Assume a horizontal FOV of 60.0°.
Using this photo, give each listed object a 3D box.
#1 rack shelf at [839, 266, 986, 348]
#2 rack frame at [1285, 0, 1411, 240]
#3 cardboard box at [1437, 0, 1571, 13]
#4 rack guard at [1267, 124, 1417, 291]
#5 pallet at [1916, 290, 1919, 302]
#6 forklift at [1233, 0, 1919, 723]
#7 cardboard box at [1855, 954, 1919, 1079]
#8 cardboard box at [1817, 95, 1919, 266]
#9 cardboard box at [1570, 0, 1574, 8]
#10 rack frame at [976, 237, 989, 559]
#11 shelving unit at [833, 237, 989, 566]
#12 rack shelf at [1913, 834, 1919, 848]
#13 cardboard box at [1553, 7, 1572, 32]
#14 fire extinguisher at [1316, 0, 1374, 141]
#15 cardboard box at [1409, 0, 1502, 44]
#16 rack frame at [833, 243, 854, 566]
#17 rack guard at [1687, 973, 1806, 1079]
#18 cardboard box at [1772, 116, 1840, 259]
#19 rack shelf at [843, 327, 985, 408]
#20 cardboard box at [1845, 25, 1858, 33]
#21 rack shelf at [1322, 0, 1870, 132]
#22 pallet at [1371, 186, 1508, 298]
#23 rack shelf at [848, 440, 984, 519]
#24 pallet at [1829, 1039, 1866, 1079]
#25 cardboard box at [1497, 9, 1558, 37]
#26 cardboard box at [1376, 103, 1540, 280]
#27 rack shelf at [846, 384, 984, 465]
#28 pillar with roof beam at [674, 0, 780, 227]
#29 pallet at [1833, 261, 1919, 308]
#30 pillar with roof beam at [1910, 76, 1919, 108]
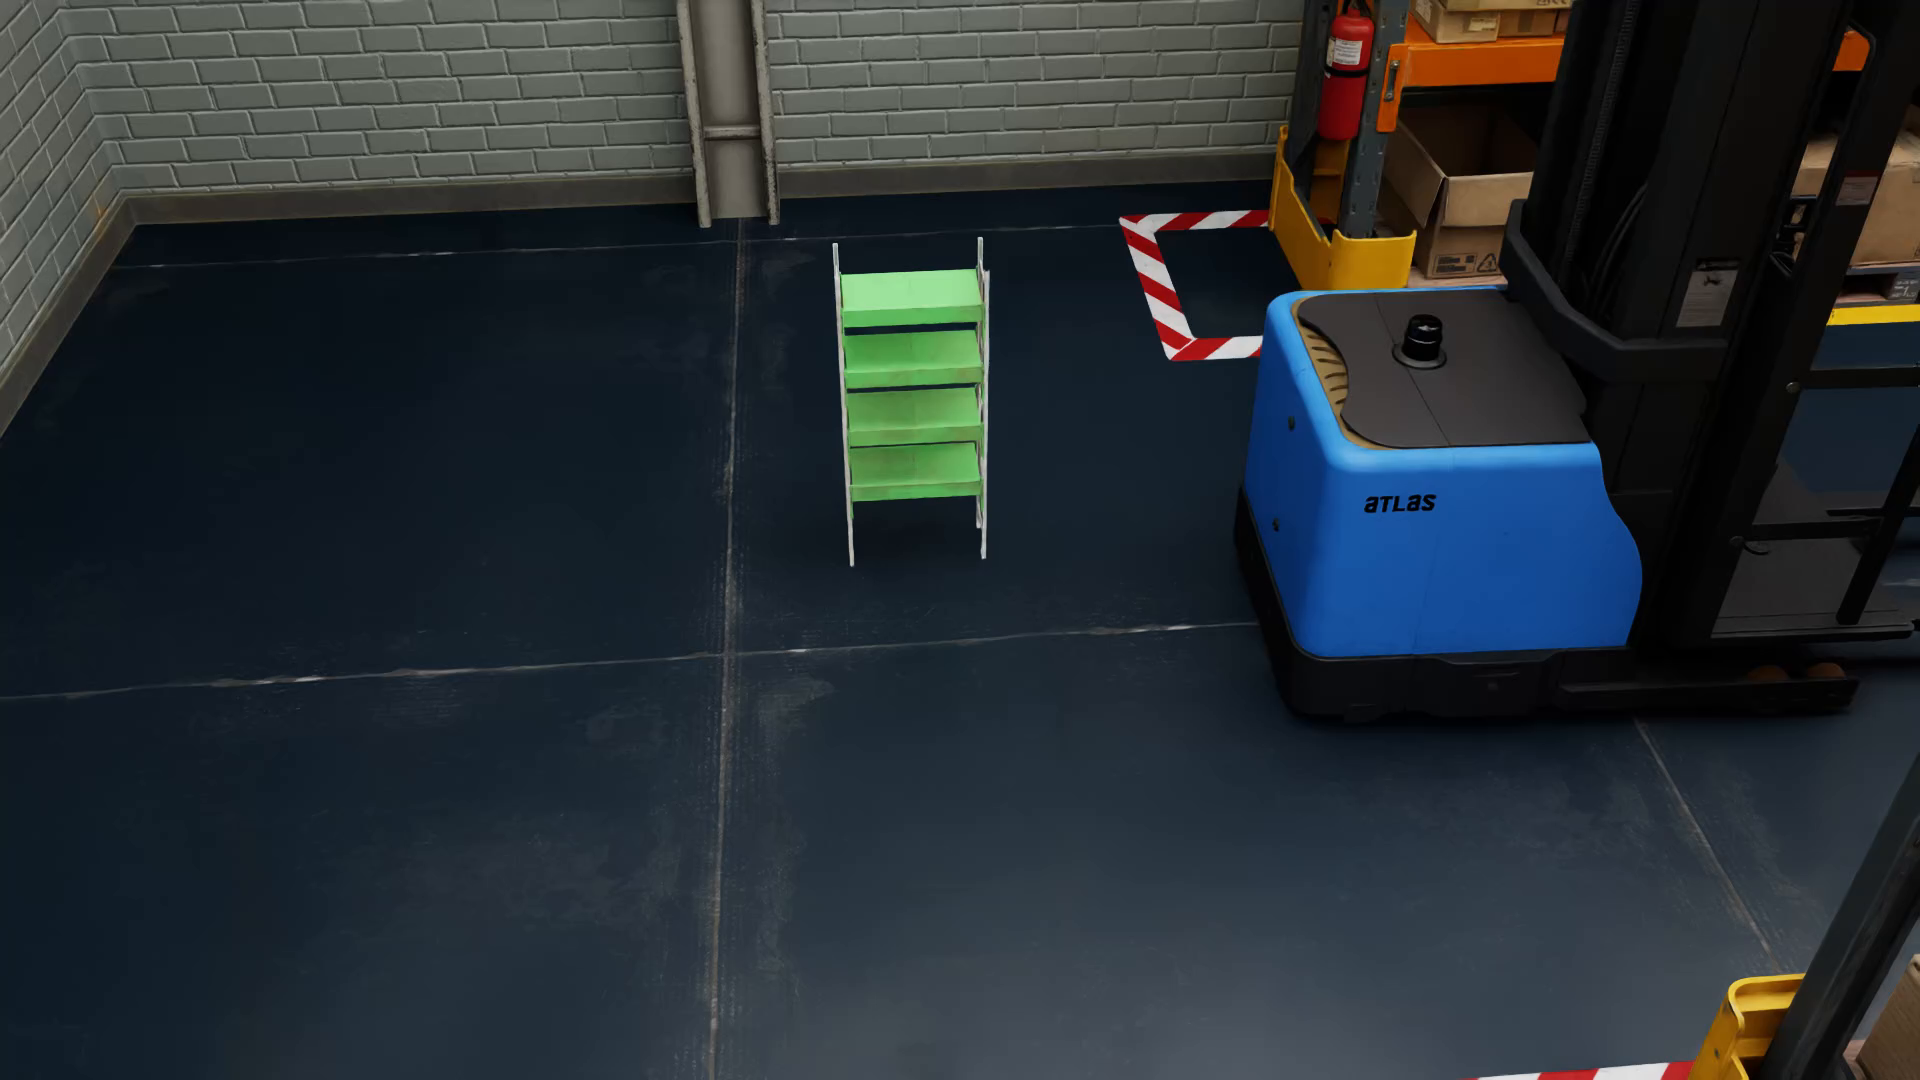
[{"bbox_3d":[-0.165,-0.789,5.609,0.480,0.148,0.258,-3,38,-4],"label":"rack shelf"},{"bbox_3d":[1.662,-2.417,6.892,0.127,3.000,1.000,-3,38,-4],"label":"rack frame"},{"bbox_3d":[2.138,-2.334,6.667,0.500,0.250,0.500,-3,38,-4],"label":"cardboard box"},{"bbox_3d":[1.738,-1.440,7.672,0.348,0.500,1.175,-3,38,-4],"label":"rack guard"},{"bbox_3d":[4.962,-1.505,7.987,1.213,0.211,1.003,-3,38,-4],"label":"pallet"},{"bbox_3d":[2.549,-0.901,5.026,3.031,2.935,1.130,-2,38,-3],"label":"forklift"},{"bbox_3d":[2.754,1.388,3.799,0.875,0.438,0.875,-4,38,-6],"label":"cardboard box"},{"bbox_3d":[4.169,-1.656,7.606,0.500,0.500,0.700,-5,38,-6],"label":"cardboard box"},{"bbox_3d":[2.640,-2.362,6.703,0.500,0.250,0.500,-3,38,-3],"label":"cardboard box"},{"bbox_3d":[0.078,-0.475,5.884,0.015,1.200,0.240,-3,38,-4],"label":"rack frame"},{"bbox_3d":[-0.165,-0.462,5.867,0.503,1.200,0.258,-3,38,-4],"label":"shelving unit"},{"bbox_3d":[4.098,0.818,3.373,4.000,0.370,1.077,-3,38,-4],"label":"rack shelf"},{"bbox_3d":[2.522,-2.246,6.878,0.250,0.149,0.380,-4,38,-5],"label":"cardboard box"},{"bbox_3d":[1.557,-1.947,6.660,0.183,0.674,0.296,-3,38,-4],"label":"fire extinguisher"},{"bbox_3d":[2.014,-2.168,6.778,0.250,0.149,0.380,-3,38,-4],"label":"cardboard box"},{"bbox_3d":[-0.408,-0.449,5.850,0.015,1.200,0.240,-3,38,-4],"label":"rack frame"},{"bbox_3d":[2.082,1.628,3.784,0.348,0.500,1.175,-3,38,-4],"label":"rack guard"},{"bbox_3d":[3.670,-1.566,7.492,0.500,0.500,0.500,-2,38,-3],"label":"cardboard box"},{"bbox_3d":[-0.165,-0.600,5.758,0.480,0.148,0.258,-3,38,-4],"label":"rack shelf"},{"bbox_3d":[3.562,-2.235,6.863,0.250,0.149,0.380,-2,38,-3],"label":"cardboard box"},{"bbox_3d":[3.654,-2.245,7.254,4.000,0.370,1.077,-3,38,-4],"label":"rack shelf"},{"bbox_3d":[2.532,-1.371,7.817,1.213,0.211,1.003,-3,38,-4],"label":"pallet"},{"bbox_3d":[-0.165,-0.223,6.055,0.480,0.148,0.258,-3,38,-4],"label":"rack shelf"},{"bbox_3d":[2.895,1.648,3.992,1.213,0.211,1.003,-3,38,-4],"label":"pallet"},{"bbox_3d":[2.263,-2.210,6.832,0.250,0.149,0.380,-2,38,-3],"label":"cardboard box"},{"bbox_3d":[2.280,-1.577,7.504,0.637,0.503,0.797,-5,39,-6],"label":"cardboard box"},{"bbox_3d":[-0.165,-0.412,5.906,0.480,0.148,0.258,-3,38,-4],"label":"rack shelf"},{"bbox_3d":[-0.722,-2.525,2.185,0.400,9.000,9.100,-3,38,-4],"label":"pillar with roof beam"},{"bbox_3d":[3.744,-1.436,7.900,1.213,0.211,1.003,-3,38,-4],"label":"pallet"},{"bbox_3d":[5.254,-2.854,2.602,0.400,9.000,9.100,-3,38,-4],"label":"pillar with roof beam"}]
